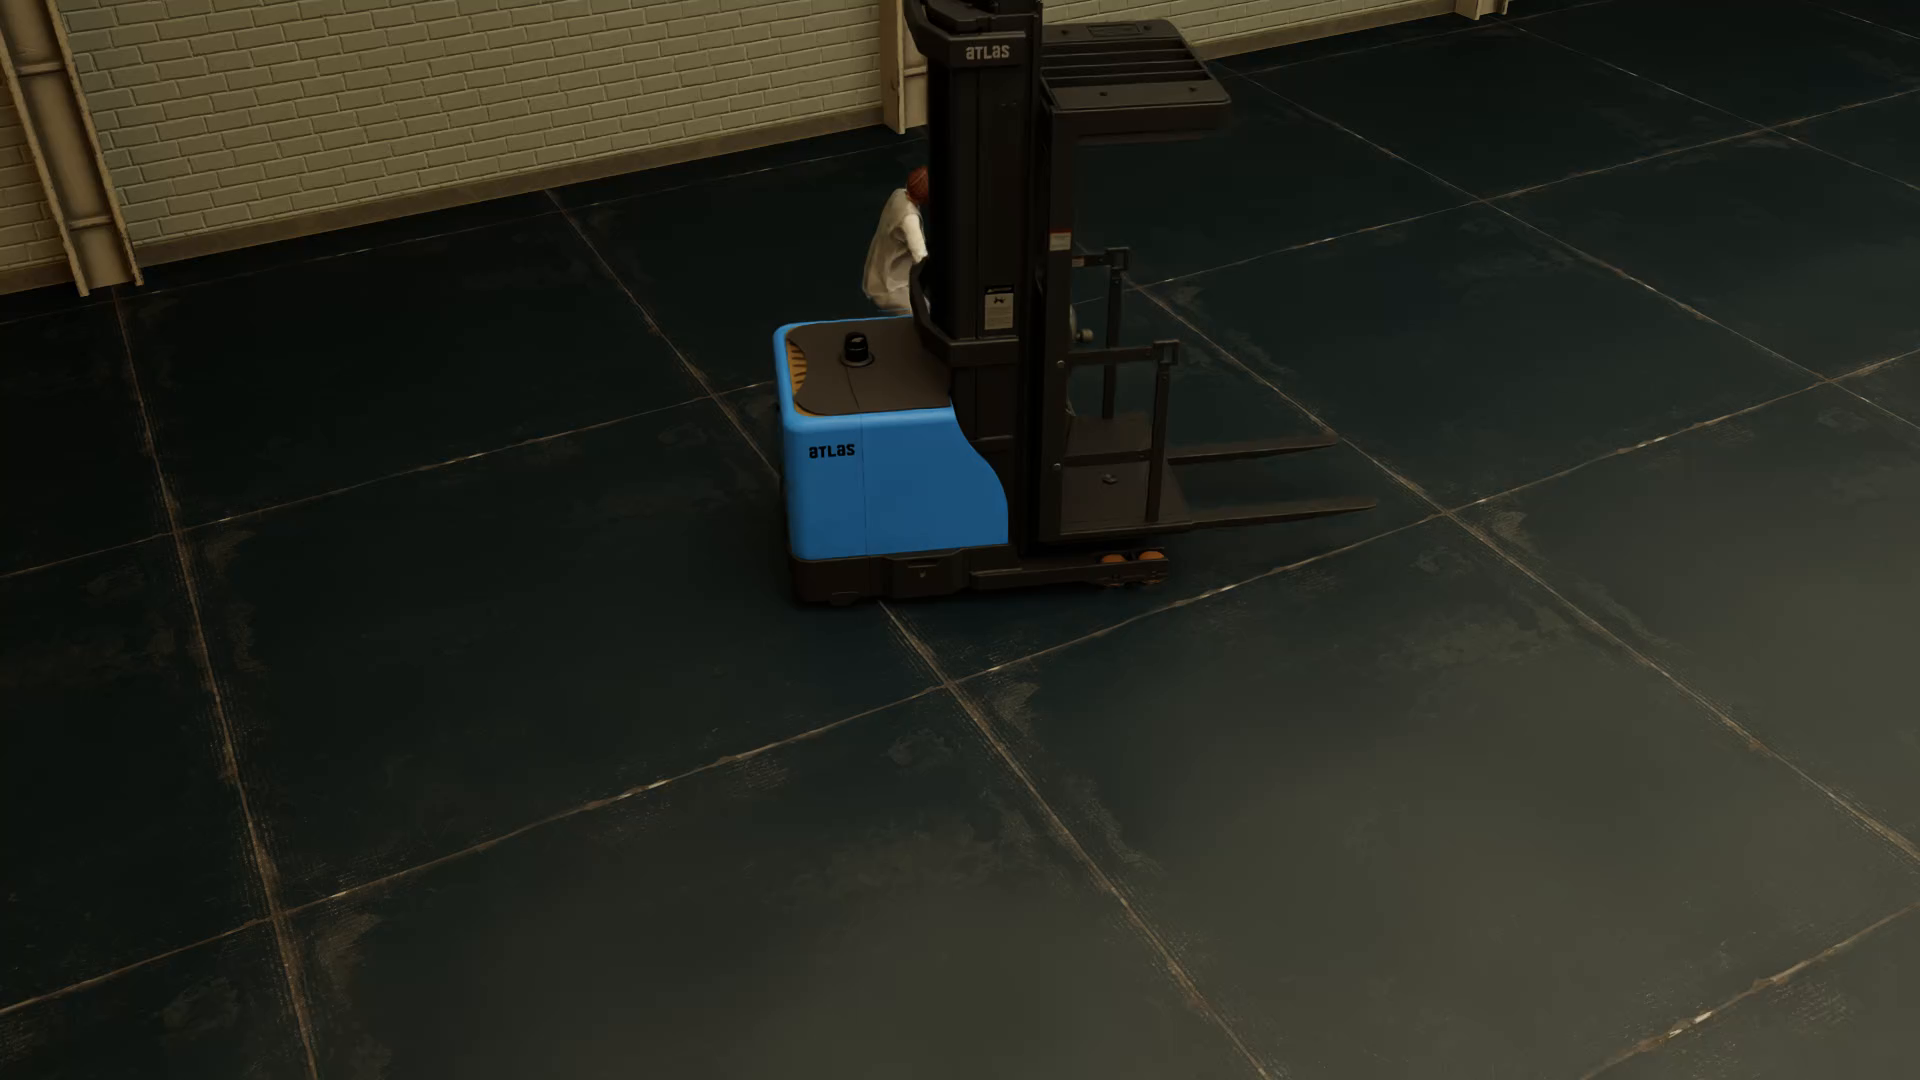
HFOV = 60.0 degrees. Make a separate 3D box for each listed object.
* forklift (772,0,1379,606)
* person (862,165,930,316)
[{"bbox_3d":[0.607,-1.257,7.901,3.031,2.935,1.130,-5,36,-7],"label":"forklift"},{"bbox_3d":[-0.178,-1.470,9.591,0.766,1.361,1.208,-5,36,-7],"label":"person"}]
